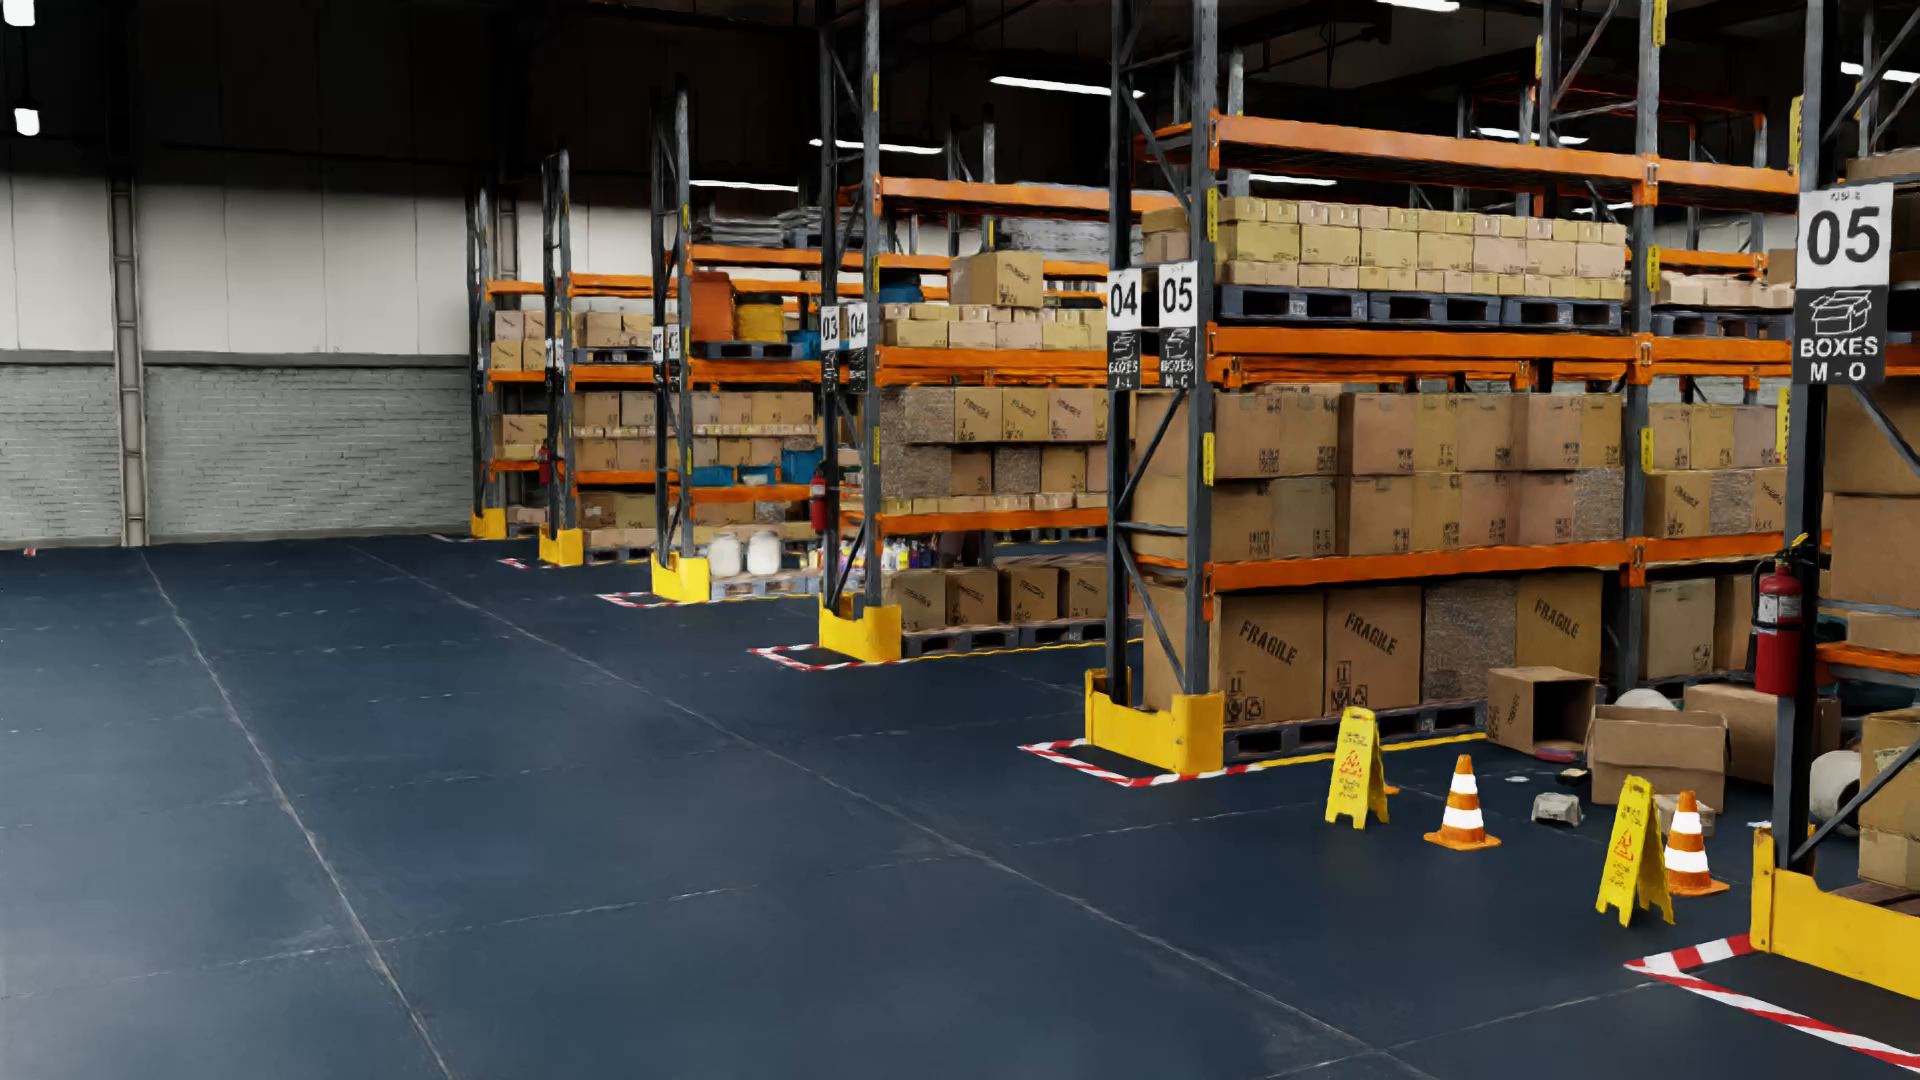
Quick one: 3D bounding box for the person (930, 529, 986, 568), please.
[{"bbox_3d":[-0.037,-0.043,17.780,0.664,1.777,0.674,-2,5,-19],"label":"person"}]
